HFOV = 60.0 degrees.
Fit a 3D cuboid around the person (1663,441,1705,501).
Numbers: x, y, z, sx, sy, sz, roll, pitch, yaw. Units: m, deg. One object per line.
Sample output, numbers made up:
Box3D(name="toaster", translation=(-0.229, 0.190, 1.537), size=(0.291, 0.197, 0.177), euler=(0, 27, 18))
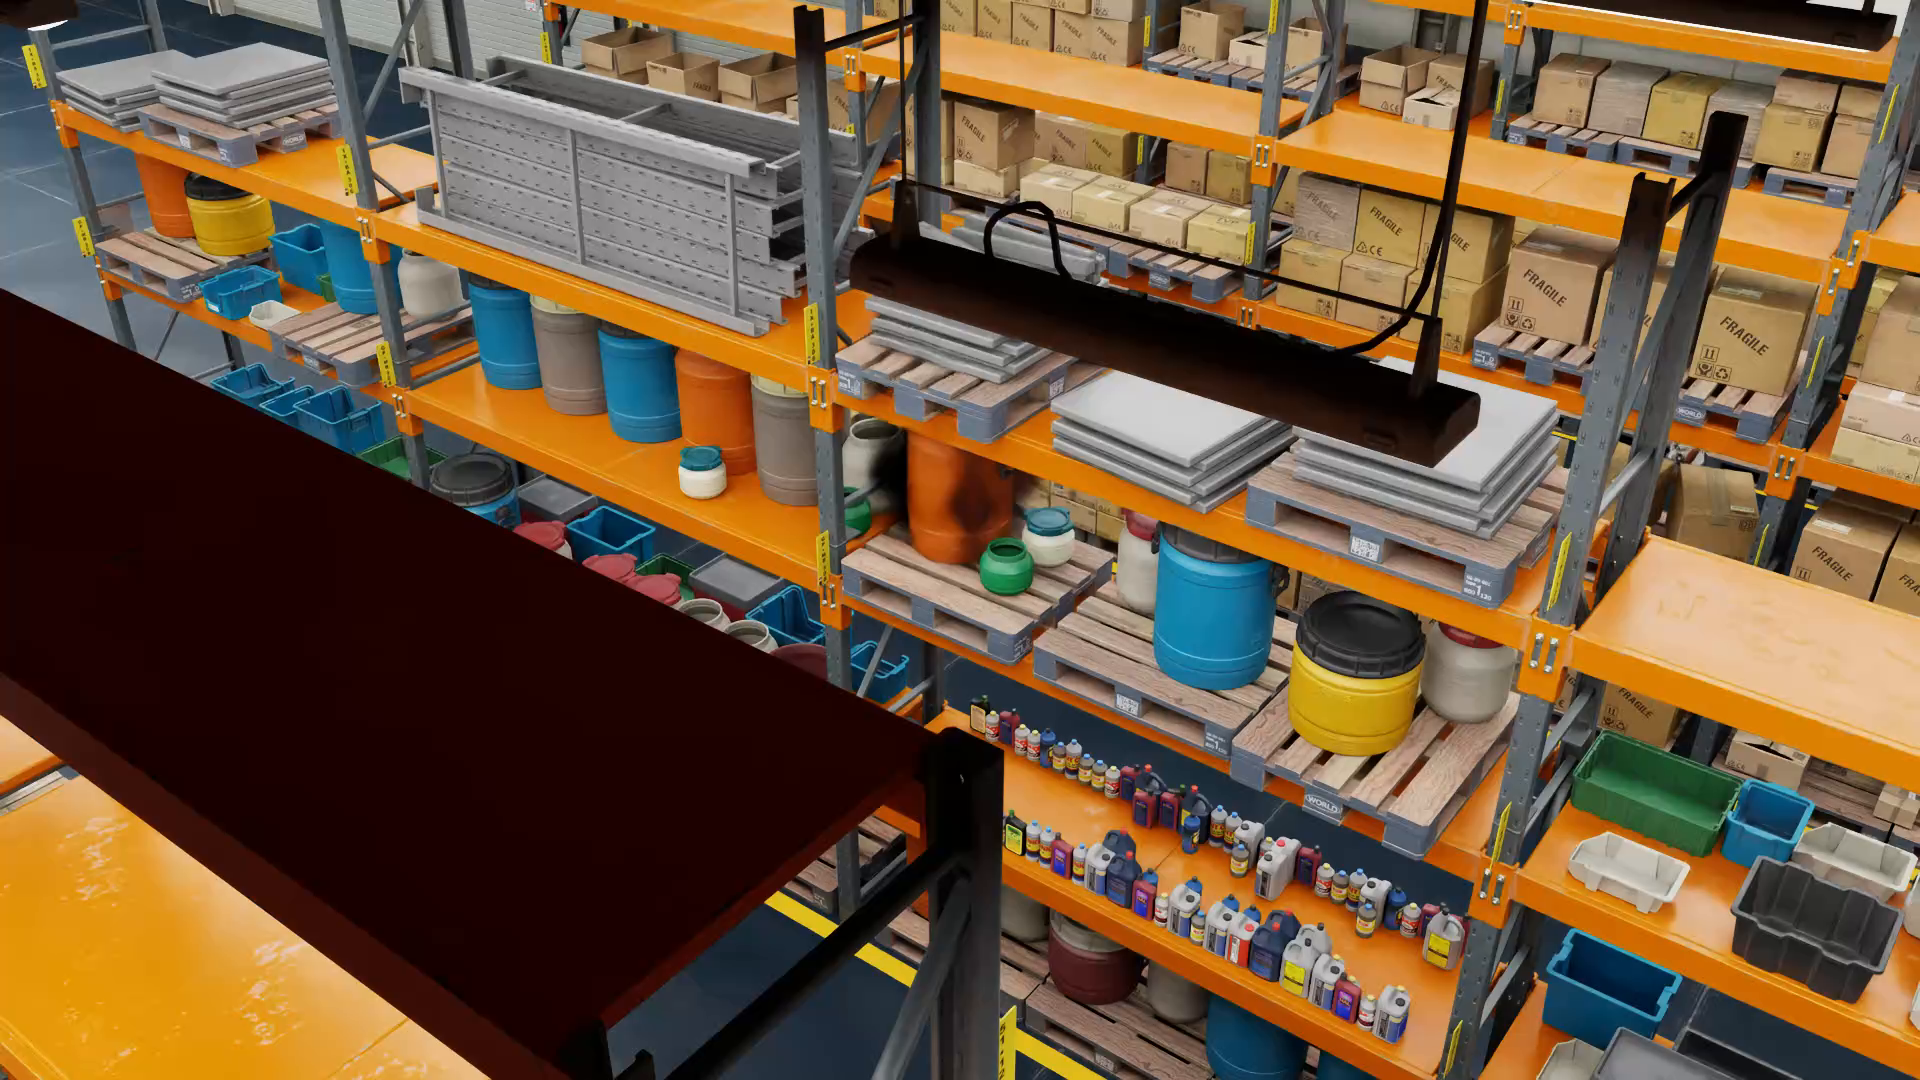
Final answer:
Box3D(name="person", translation=(6.523, -0.739, 14.889), size=(0.920, 1.637, 0.556), euler=(16, 35, 24))
